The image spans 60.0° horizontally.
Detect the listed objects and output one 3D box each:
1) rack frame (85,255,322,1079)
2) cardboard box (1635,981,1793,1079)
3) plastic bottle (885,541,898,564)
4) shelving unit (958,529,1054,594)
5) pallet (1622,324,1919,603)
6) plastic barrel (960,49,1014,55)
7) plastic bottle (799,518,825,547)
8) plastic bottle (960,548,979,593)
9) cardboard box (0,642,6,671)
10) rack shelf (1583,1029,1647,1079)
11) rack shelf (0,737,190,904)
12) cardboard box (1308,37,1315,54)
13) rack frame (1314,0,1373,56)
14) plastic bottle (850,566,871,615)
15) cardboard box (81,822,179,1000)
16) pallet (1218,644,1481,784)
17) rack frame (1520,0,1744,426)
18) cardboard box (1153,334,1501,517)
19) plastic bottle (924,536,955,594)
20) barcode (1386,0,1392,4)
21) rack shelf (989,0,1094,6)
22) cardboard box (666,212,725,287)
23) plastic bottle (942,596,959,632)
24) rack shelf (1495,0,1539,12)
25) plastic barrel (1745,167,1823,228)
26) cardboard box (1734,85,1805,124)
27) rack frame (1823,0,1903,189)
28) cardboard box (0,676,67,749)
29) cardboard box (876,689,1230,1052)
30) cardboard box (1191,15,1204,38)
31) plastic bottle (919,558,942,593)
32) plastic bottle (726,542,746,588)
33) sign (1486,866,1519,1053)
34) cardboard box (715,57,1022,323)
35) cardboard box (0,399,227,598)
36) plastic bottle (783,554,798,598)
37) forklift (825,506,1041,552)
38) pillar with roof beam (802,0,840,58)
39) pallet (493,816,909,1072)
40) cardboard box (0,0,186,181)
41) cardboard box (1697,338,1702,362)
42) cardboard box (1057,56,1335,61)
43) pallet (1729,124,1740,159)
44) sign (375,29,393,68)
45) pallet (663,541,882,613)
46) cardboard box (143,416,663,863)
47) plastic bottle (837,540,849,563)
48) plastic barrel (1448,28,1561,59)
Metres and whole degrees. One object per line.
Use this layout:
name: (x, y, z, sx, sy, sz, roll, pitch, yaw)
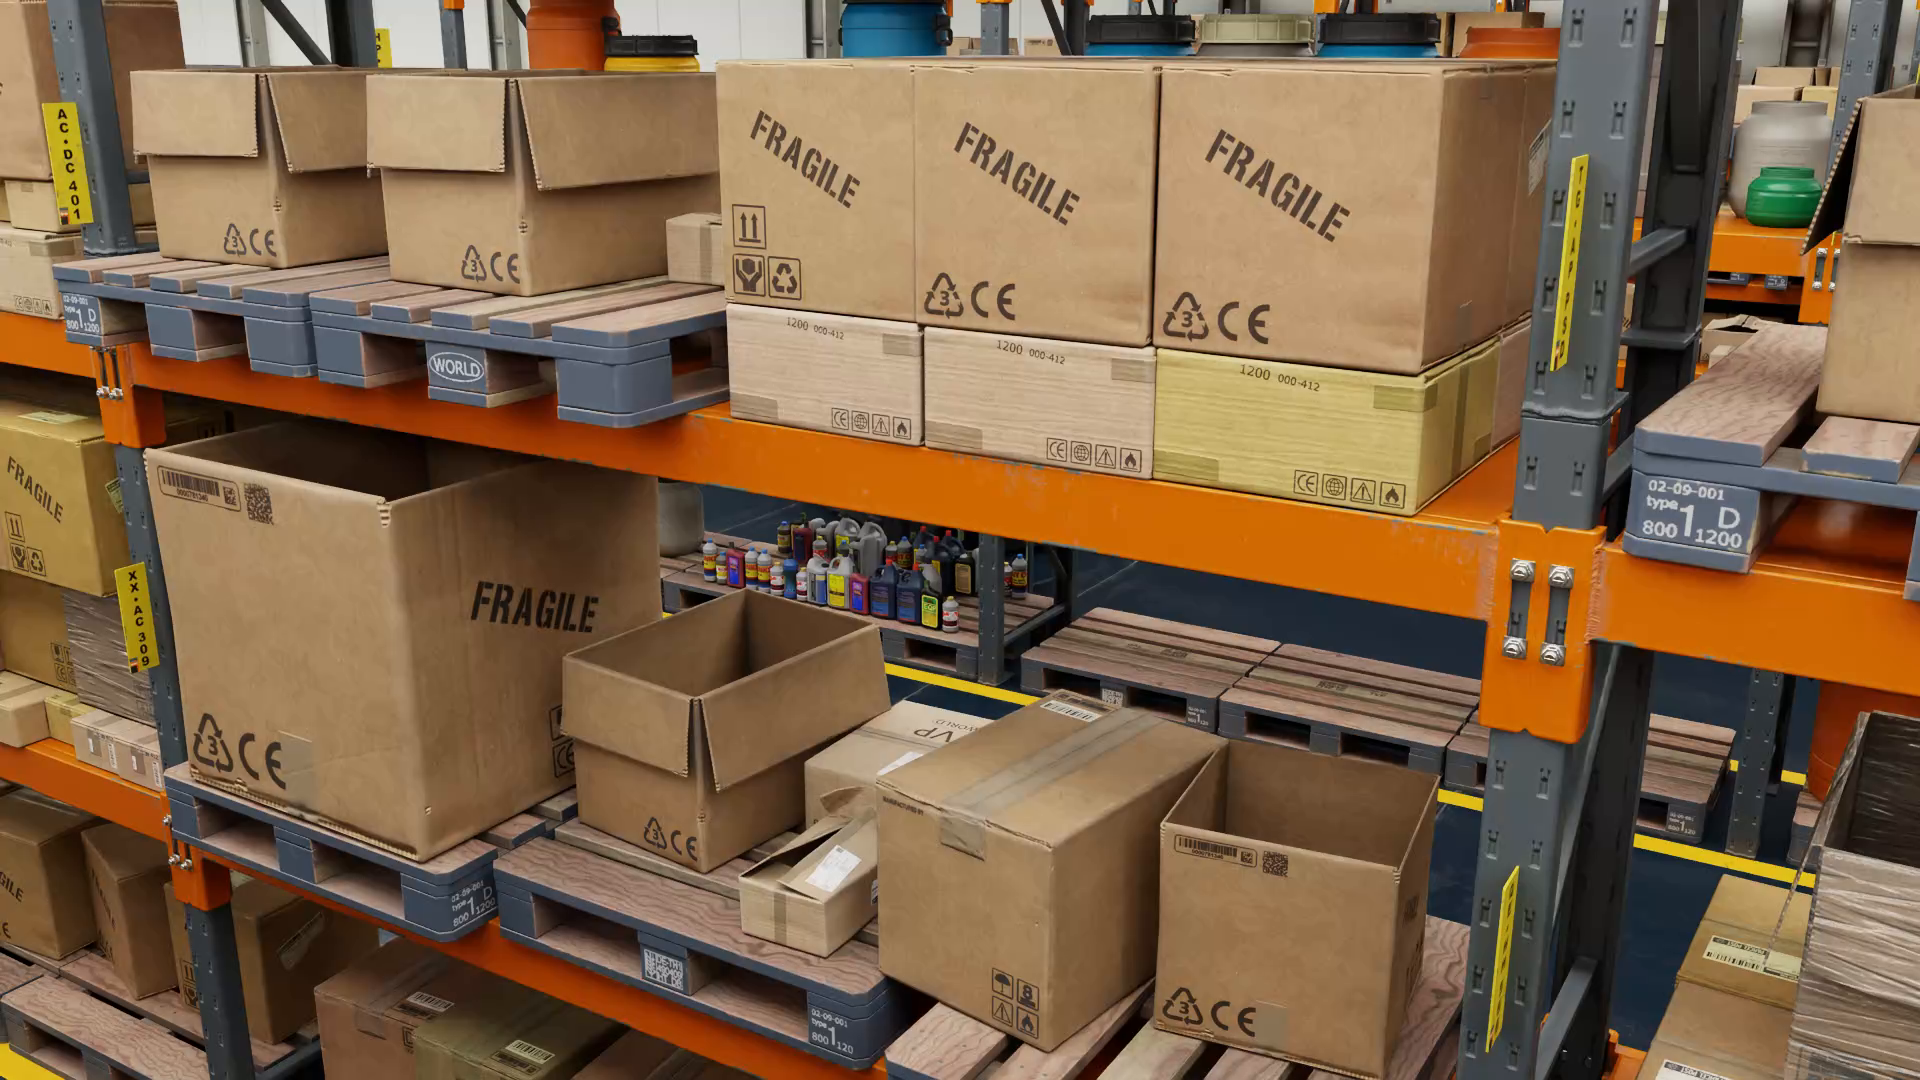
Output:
rack frame: (-2.176, 0.511, 5.538, 0.127, 3.000, 1.000, 10, 20, 30)
cardboard box: (1.505, 1.213, 3.055, 0.500, 0.500, 0.500, 11, 20, 32)
plastic bottle: (-0.444, 0.110, 10.917, 0.097, 0.201, 0.097, 0, 17, 0)
shelving unit: (0.377, -0.434, 11.230, 0.431, 1.500, 0.755, -13, 21, -37)
pallet: (1.809, -0.141, 2.847, 1.003, 0.211, 1.213, 11, 20, 33)
plastic barrel: (0.152, -2.519, 9.439, 0.421, 0.512, 0.421, 0, 17, 0)
plastic bottle: (-0.997, -0.015, 11.200, 0.135, 0.276, 0.152, 10, 20, 30)
plastic bottle: (0.084, 0.178, 10.565, 0.135, 0.276, 0.152, 11, 20, 32)
cardboard box: (-3.413, 0.101, 6.203, 0.500, 0.500, 0.875, 10, 20, 30)
rack shelf: (2.937, 1.768, 2.638, 4.000, 0.370, 1.077, 10, 20, 30)
rack shelf: (-3.880, 0.551, 6.644, 4.000, 0.370, 1.077, 10, 20, 30)
cardboard box: (2.721, -3.835, 13.548, 0.500, 0.500, 0.500, 12, 21, 35)
rack frame: (3.012, -4.812, 12.741, 0.127, 3.000, 1.000, 10, 20, 30)
plastic bottle: (-0.607, 0.303, 10.138, 0.133, 0.283, 0.061, 12, 20, 34)
cardboard box: (-2.988, 1.350, 6.354, 0.500, 0.500, 0.500, -14, 22, -38)
pallet: (2.150, 0.914, 9.010, 1.213, 0.211, 1.003, 10, 20, 30)
rack frame: (1.233, -1.751, 2.663, 0.127, 3.000, 1.000, 10, 20, 30)
cardboard box: (0.699, -0.256, 3.159, 0.500, 0.250, 0.500, 10, 20, 30)
plastic bottle: (-0.130, 0.152, 10.522, 0.185, 0.351, 0.144, 10, 20, 30)
barcode: (4.642, -5.831, 17.988, 0.075, 0.075, 0.001, 10, 20, 30)
rack shelf: (2.121, -2.746, 7.865, 4.000, 0.370, 1.077, 10, 20, 30)
cardboard box: (-0.526, -0.753, 4.217, 0.250, 0.166, 0.380, 9, 19, 29)
plastic bottle: (-0.056, 0.435, 9.846, 0.097, 0.201, 0.097, 0, 17, 0)
rack shelf: (7.305, -5.200, 15.943, 4.000, 0.370, 1.077, 10, 20, 30)
plastic barrel: (3.588, -1.493, 7.242, 0.294, 0.245, 0.294, 0, 17, 0)
cardboard box: (5.548, -3.028, 11.564, 0.500, 0.250, 0.500, 11, 20, 32)
rack frame: (3.825, -2.978, 6.701, 0.127, 3.000, 1.000, 10, 20, 30)
cardboard box: (-3.174, 0.568, 5.784, 0.250, 0.149, 0.380, 10, 20, 30)
cardboard box: (0.224, 0.738, 3.895, 0.500, 0.500, 0.700, 14, 22, 38)
cardboard box: (2.795, -5.541, 18.375, 0.500, 0.500, 0.500, 10, 19, 29)
plastic bottle: (-0.208, 0.279, 10.102, 0.185, 0.351, 0.144, 10, 20, 30)
plastic bottle: (-1.427, 0.157, 10.620, 0.133, 0.283, 0.061, 10, 20, 31)
sign: (0.957, 0.739, 2.931, 0.005, 0.325, 0.100, 10, 20, 30)
cardboard box: (-0.161, -0.768, 3.555, 0.500, 0.500, 0.500, 11, 20, 31)
cardboard box: (-2.703, -0.158, 5.336, 0.500, 0.500, 0.500, 10, 20, 30)
plastic bottle: (-1.060, 0.222, 10.427, 0.097, 0.271, 0.097, 0, 17, 0)
forklift: (-0.426, -1.632, 12.711, 1.130, 2.935, 3.031, -9, 19, -28)
pillar with roof beam: (-4.124, -6.602, 18.634, 0.400, 9.000, 9.100, 10, 20, 30)
pallet: (-0.475, 0.920, 4.521, 1.213, 0.211, 1.003, 10, 20, 30)
cardboard box: (-2.693, -1.359, 4.989, 0.500, 0.500, 0.500, 9, 19, 28)
cardboard box: (5.304, -1.393, 12.239, 0.250, 0.149, 0.380, 12, 21, 34)
cardboard box: (0.537, -0.816, 3.714, 0.500, 0.500, 0.500, 10, 20, 30)
pallet: (5.795, -2.759, 11.468, 1.003, 0.211, 1.213, 11, 20, 33)
sign: (-1.888, -1.498, 5.424, 0.005, 0.325, 0.100, 10, 20, 30)
pallet: (-1.178, 0.321, 10.962, 1.213, 0.211, 1.003, 10, 20, 30)
cardboard box: (-1.572, 0.179, 4.878, 1.000, 1.000, 1.000, 10, 20, 30)
plastic bottle: (-0.762, 0.102, 10.942, 0.097, 0.201, 0.097, 0, 17, 0)
plastic barrel: (2.681, -2.026, 7.990, 0.708, 0.830, 0.600, 10, 20, 30)
